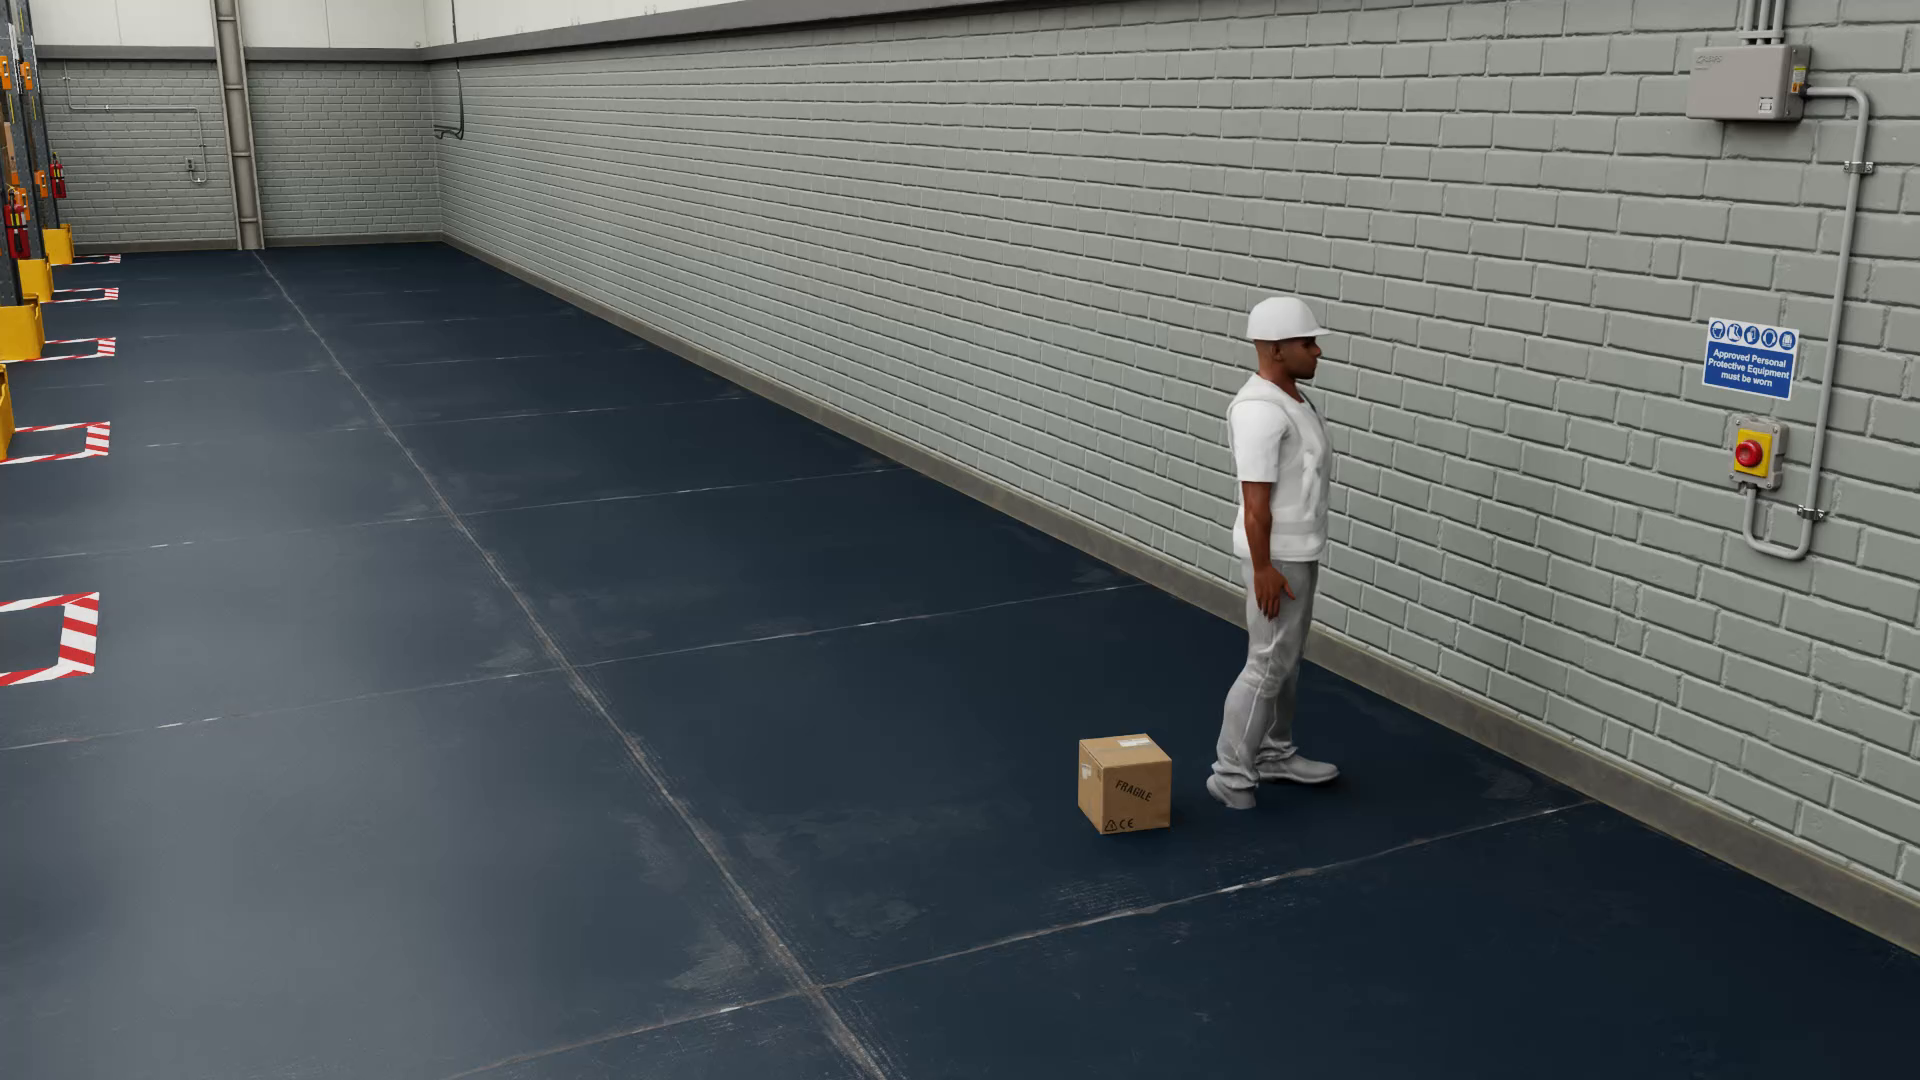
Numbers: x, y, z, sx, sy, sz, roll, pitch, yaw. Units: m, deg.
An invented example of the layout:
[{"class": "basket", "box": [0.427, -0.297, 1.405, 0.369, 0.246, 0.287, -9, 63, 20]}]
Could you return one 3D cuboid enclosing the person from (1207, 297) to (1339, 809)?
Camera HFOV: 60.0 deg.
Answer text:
[{"class": "person", "box": [1.146, 0.077, 5.828, 0.438, 1.848, 0.562, 5, 16, 17]}]
